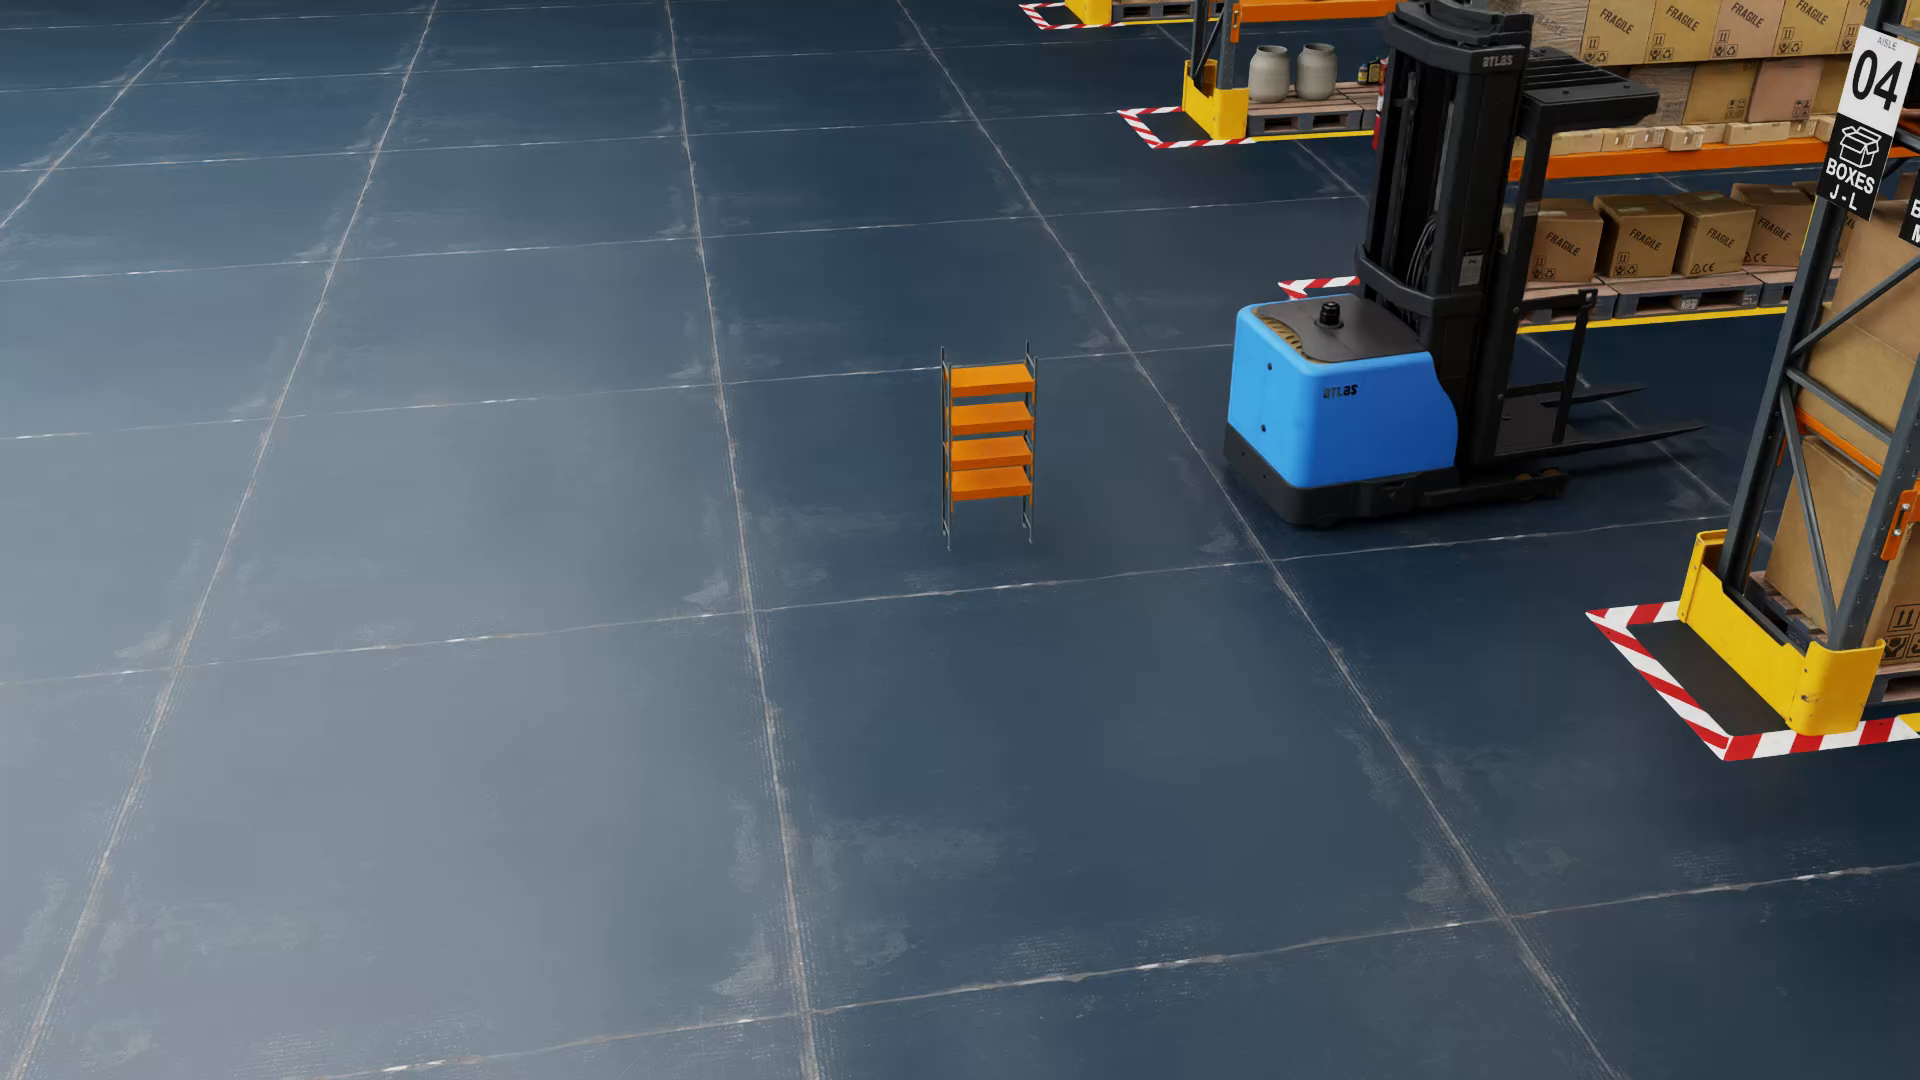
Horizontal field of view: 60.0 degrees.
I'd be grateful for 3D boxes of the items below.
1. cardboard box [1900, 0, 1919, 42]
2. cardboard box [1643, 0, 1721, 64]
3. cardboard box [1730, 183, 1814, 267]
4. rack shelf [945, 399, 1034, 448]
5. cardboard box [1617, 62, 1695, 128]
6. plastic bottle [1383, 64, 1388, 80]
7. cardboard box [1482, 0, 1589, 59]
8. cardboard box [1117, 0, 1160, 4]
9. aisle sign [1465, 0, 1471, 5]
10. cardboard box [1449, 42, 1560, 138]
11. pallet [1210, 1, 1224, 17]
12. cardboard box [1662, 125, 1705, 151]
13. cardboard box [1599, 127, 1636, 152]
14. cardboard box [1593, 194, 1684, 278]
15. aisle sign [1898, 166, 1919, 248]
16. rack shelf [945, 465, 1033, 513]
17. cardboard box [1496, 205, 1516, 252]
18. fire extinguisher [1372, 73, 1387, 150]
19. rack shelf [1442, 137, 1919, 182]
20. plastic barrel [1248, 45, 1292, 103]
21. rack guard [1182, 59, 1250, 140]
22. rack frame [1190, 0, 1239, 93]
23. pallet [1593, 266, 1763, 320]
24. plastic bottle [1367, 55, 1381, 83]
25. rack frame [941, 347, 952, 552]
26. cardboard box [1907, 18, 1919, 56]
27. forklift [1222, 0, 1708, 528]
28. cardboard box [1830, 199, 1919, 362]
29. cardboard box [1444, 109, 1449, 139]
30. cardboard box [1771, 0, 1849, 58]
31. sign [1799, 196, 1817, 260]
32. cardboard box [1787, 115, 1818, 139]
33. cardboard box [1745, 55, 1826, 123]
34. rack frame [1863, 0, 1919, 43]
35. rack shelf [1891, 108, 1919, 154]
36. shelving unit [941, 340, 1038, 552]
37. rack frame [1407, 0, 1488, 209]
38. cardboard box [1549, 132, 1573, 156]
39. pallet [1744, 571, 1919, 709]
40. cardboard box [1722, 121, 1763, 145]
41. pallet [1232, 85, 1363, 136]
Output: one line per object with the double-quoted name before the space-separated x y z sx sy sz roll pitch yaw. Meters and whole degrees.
"cardboard box" 6.983 -3.898 12.156 0.500 0.500 0.500 -5 31 -9
"cardboard box" 5.016 -3.714 11.843 0.500 0.500 0.500 -5 31 -9
"cardboard box" 6.413 -2.505 13.217 0.500 0.500 0.500 4 31 7
"rack shelf" 0.163 -0.667 9.507 0.480 0.148 0.258 -5 31 -9
"cardboard box" 4.957 -3.446 12.374 0.500 0.500 0.875 -5 31 -9
"plastic bottle" 4.550 -4.939 17.551 0.133 0.283 0.061 -5 31 -9
"cardboard box" 4.032 -3.625 11.692 0.500 0.500 0.500 -5 31 -9
"cardboard box" 2.228 -6.982 21.078 0.500 0.250 0.500 -5 31 -9
"aisle sign" 3.435 -4.074 11.269 0.004 0.787 0.394 -5 31 -9
"cardboard box" 3.987 -3.317 12.153 0.500 0.500 0.875 -5 31 -9
"pallet" 3.603 -7.047 21.640 1.213 0.211 1.003 -5 31 -9
"cardboard box" 5.258 -2.996 12.248 0.250 0.149 0.380 -5 31 -9
"cardboard box" 4.752 -2.989 12.236 0.250 0.149 0.380 -5 31 -9
"cardboard box" 5.260 -2.380 13.005 0.500 0.500 0.500 -3 31 -4
"aisle sign" 4.220 -1.591 7.046 0.004 0.787 0.394 -5 31 -9
"rack shelf" 0.163 -0.303 9.721 0.480 0.148 0.258 -5 31 -9
"cardboard box" 4.059 -2.261 12.802 0.500 0.500 0.500 0 30 0
"fire extinguisher" 3.246 -3.295 12.585 0.183 0.674 0.296 -5 31 -9
"rack shelf" 5.409 -2.981 12.685 4.000 0.370 1.077 -5 31 -9
"plastic barrel" 3.183 -4.785 17.083 0.421 0.512 0.421 0 30 0
"rack guard" 2.616 -4.531 17.077 0.348 0.500 1.175 -5 31 -9
"rack frame" 2.549 -5.578 16.392 0.127 3.000 1.000 -5 31 -9
"pallet" 5.519 -2.080 13.193 1.213 0.211 1.003 -5 31 -9
"plastic bottle" 4.389 -5.003 17.659 0.133 0.283 0.061 -5 31 -8
"rack frame" -0.077 -0.510 9.548 0.015 1.200 0.240 -5 31 -9
"cardboard box" 4.501 -2.235 7.481 0.250 0.149 0.380 -5 31 -9
"forklift" 3.258 -1.752 9.952 3.031 2.935 1.130 -9 32 -14
"cardboard box" 4.607 -1.171 7.684 0.550 0.550 0.875 -5 31 -9
"cardboard box" 3.685 -3.129 12.475 0.250 0.149 0.380 -5 31 -9
"cardboard box" 5.999 -3.807 12.000 0.500 0.500 0.500 -5 31 -9
"sign" 4.151 -1.500 8.079 0.005 0.325 0.100 -5 31 -9
"cardboard box" 6.218 -3.153 12.515 0.250 0.149 0.380 -5 31 -9
"cardboard box" 5.950 -3.511 12.484 0.500 0.500 0.875 -5 31 -9
"rack frame" 4.235 -3.213 6.450 0.127 3.000 1.000 -5 31 -9
"rack shelf" 6.203 -1.792 7.703 4.000 0.370 1.077 -5 31 -9
"shelving unit" 0.163 -0.532 9.586 0.503 1.200 0.258 -5 31 -9
"rack frame" 3.441 -3.109 12.192 0.127 3.000 1.000 -5 31 -9
"cardboard box" 4.263 -2.936 12.146 0.250 0.149 0.380 -5 31 -9
"pallet" 5.008 0.464 8.868 1.213 0.211 1.003 -5 31 -9
"cardboard box" 5.739 -3.070 12.374 0.250 0.149 0.380 -5 31 -9
"pallet" 3.416 -4.478 17.272 1.213 0.211 1.003 -5 31 -9
